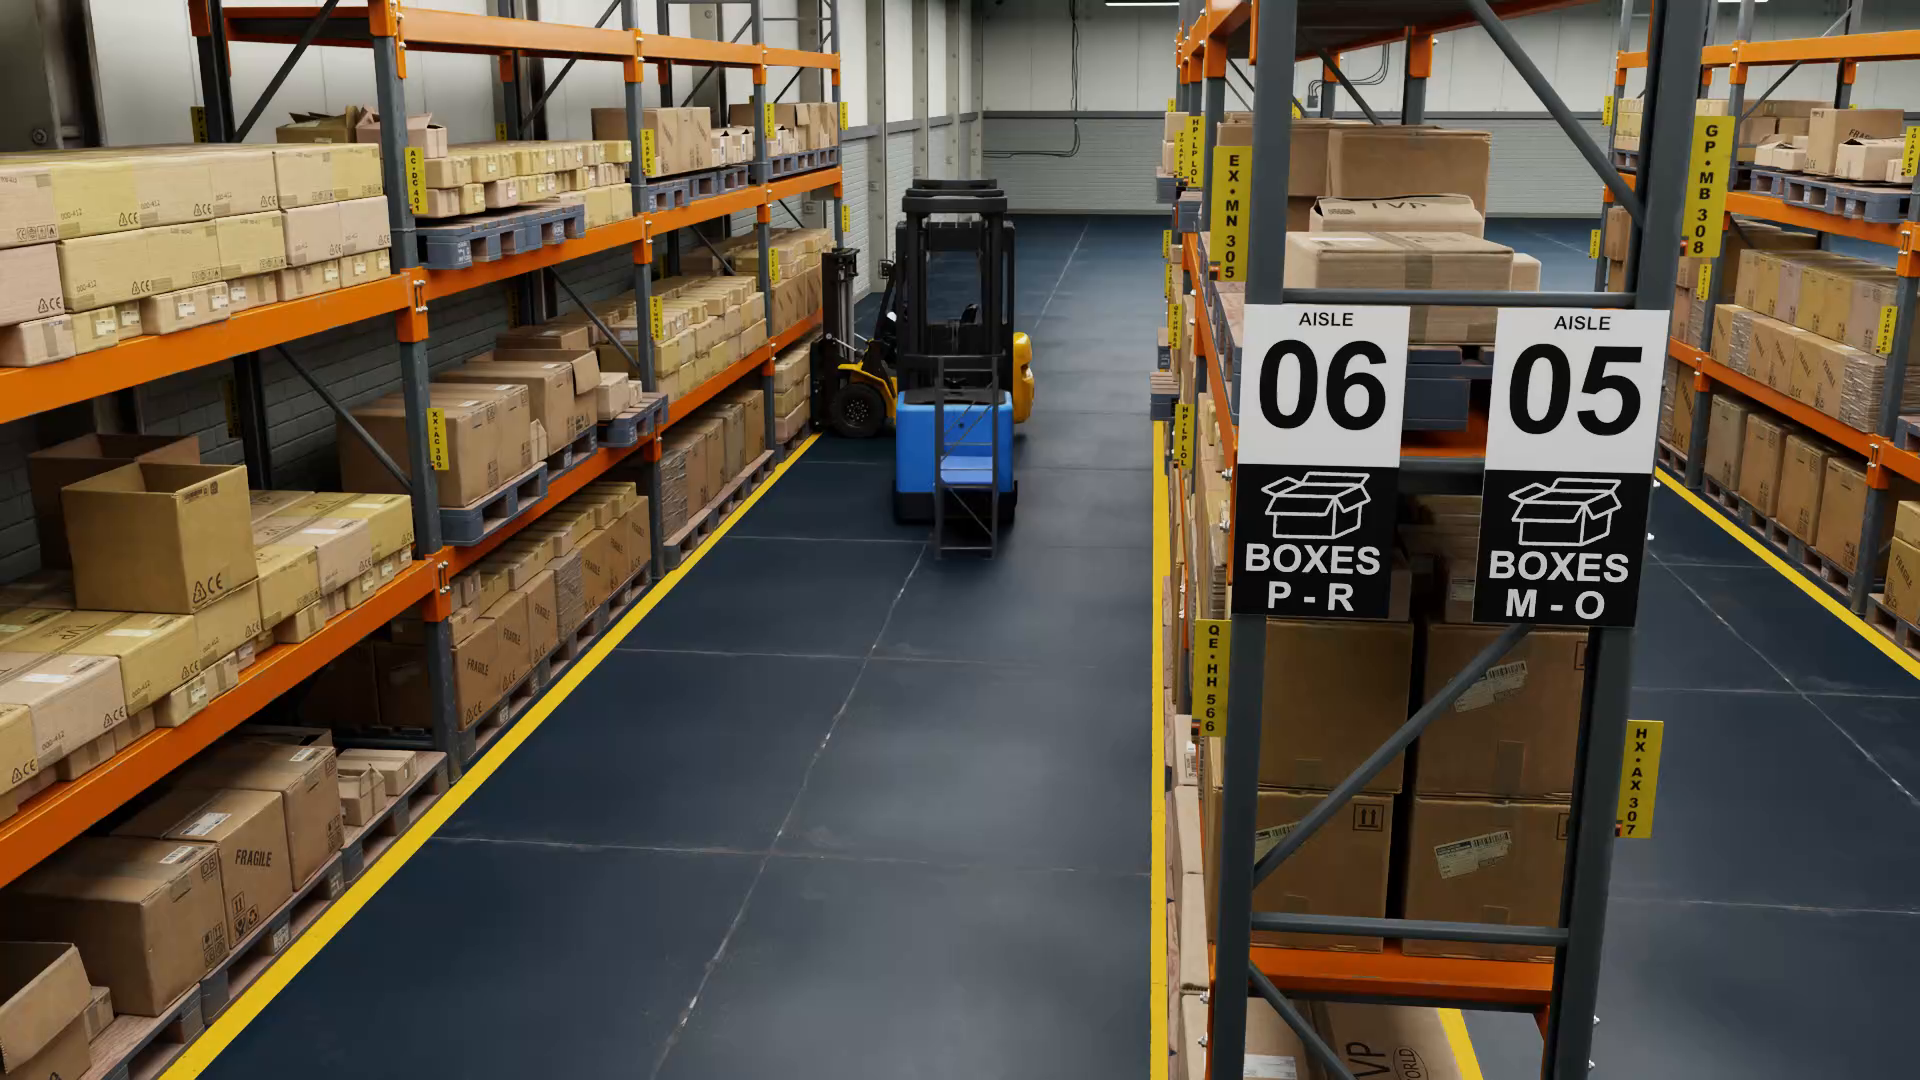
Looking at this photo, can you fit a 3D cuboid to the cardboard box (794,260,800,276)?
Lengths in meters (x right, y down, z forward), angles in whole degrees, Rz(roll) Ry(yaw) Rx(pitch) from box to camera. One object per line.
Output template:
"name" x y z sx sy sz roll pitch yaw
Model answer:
"cardboard box" -1.916 -2.900 17.706 0.380 0.149 0.250 2 15 6

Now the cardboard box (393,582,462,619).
"cardboard box" -3.033 0.337 9.341 0.380 0.149 0.250 1 15 5

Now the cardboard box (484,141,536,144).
"cardboard box" -3.201 -2.720 11.682 0.380 0.149 0.250 2 15 7

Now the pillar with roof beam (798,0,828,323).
"pillar with roof beam" 2.057 -7.407 24.315 9.100 9.000 0.400 2 15 6

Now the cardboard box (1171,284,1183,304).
"cardboard box" 1.984 -1.802 13.512 0.500 0.500 0.500 1 15 2

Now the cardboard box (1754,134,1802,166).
"cardboard box" 7.171 -3.418 14.572 0.258 0.266 0.396 1 15 5

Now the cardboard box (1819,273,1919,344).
"cardboard box" 7.208 -1.807 12.993 0.700 0.500 0.500 1 15 5

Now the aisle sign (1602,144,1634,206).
"aisle sign" 7.648 -4.253 19.164 0.394 0.787 0.004 2 15 6

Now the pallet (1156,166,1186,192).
"pallet" 2.382 -3.253 15.060 1.213 0.211 1.003 2 15 6

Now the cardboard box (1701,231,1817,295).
"cardboard box" 7.563 -2.622 15.755 0.875 0.550 0.550 2 15 6

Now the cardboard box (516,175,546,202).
"cardboard box" -2.699 -2.097 9.911 0.380 0.149 0.250 2 15 8

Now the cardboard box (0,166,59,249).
"cardboard box" -3.354 -1.086 5.443 0.500 0.250 0.500 2 15 6

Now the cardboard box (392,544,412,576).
"cardboard box" -3.063 0.088 8.571 0.380 0.149 0.250 2 15 7

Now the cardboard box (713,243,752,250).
"cardboard box" -2.463 -3.126 17.973 0.380 0.149 0.250 2 15 6

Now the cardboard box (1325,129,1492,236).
"cardboard box" 1.580 -1.206 5.943 0.500 0.500 0.500 2 15 7

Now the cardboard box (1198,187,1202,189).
"cardboard box" 2.250 -2.910 13.233 0.797 0.503 0.637 2 15 6

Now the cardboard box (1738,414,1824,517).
"cardboard box" 7.394 -0.636 14.275 1.050 0.750 0.750 2 15 6

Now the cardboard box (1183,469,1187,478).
"cardboard box" 1.564 -0.533 9.716 0.500 0.250 0.500 2 15 8

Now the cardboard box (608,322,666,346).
"cardboard box" -2.498 -1.596 12.884 0.380 0.149 0.250 2 15 8

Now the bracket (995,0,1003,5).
"bracket" 1.154 -16.208 49.967 0.235 0.232 0.430 2 15 6

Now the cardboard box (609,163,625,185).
"cardboard box" -2.627 -2.630 11.918 0.380 0.149 0.250 2 15 7

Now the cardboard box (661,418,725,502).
"cardboard box" -2.601 -0.723 14.834 0.875 0.625 0.625 1 15 4

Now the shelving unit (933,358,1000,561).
"shelving unit" 0.059 -0.692 13.848 0.538 1.500 1.048 0 15 1

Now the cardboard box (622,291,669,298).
"cardboard box" -2.824 -2.146 14.917 0.380 0.149 0.250 2 15 6

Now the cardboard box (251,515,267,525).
"cardboard box" -3.652 0.056 7.925 0.500 0.250 0.500 2 15 6

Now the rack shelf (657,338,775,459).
"rack shelf" -2.601 -1.332 14.721 1.077 0.370 4.000 2 15 6

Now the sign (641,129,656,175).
"sign" -2.288 -2.842 12.188 0.100 0.325 0.005 2 15 6

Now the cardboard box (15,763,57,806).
"cardboard box" -3.442 0.822 5.858 0.380 0.149 0.250 1 15 6

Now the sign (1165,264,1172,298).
"sign" 2.017 -2.485 15.947 0.100 0.325 0.005 2 15 6

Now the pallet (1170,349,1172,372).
"pallet" 2.288 -1.438 14.100 1.003 0.211 1.213 2 15 6

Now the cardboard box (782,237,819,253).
"cardboard box" -1.799 -3.308 18.644 0.380 0.149 0.250 2 15 7

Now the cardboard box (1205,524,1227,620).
"cardboard box" 1.051 0.260 5.347 0.500 0.500 0.500 2 15 6

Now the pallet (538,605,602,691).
"pallet" -3.089 0.693 11.194 1.003 0.211 1.213 2 15 6

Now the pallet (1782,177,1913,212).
"pallet" 7.179 -2.712 13.059 1.003 0.211 1.213 2 15 9

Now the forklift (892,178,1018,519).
"forklift" -0.046 -1.920 15.648 1.130 2.935 3.031 0 15 0

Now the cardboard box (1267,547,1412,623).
"cardboard box" 1.045 0.116 4.636 0.380 0.149 0.250 2 15 7

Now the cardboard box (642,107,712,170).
"cardboard box" -2.388 -3.353 13.881 0.500 0.500 0.500 2 15 8

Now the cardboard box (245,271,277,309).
"cardboard box" -3.186 -1.083 7.157 0.380 0.149 0.250 2 15 8

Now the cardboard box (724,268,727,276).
"cardboard box" -2.601 -2.717 17.028 0.380 0.149 0.250 1 15 5

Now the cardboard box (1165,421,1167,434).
"cardboard box" 2.407 -1.228 17.420 0.500 0.250 0.500 1 15 5

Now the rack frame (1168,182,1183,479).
"rack frame" 2.557 -2.053 16.008 1.000 3.000 0.127 2 15 6

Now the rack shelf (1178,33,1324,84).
"rack shelf" 2.331 -3.890 13.453 1.077 0.370 4.000 2 15 6

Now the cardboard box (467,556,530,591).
"cardboard box" -2.918 0.206 10.395 0.380 0.149 0.250 2 15 6

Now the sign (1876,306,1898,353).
"sign" 6.484 -1.470 11.635 0.100 0.325 0.005 2 15 6

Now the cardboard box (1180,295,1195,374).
"cardboard box" 1.807 -1.426 11.581 0.500 0.500 0.500 1 15 4

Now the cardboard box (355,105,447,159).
"cardboard box" -2.897 -2.113 8.603 0.396 0.266 0.258 2 15 6

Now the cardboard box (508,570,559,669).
"cardboard box" -2.889 0.494 10.573 0.500 0.500 0.500 1 15 5

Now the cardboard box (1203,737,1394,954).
"cardboard box" 0.995 0.878 4.976 0.500 0.500 0.500 2 15 7

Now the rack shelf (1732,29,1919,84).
"rack shelf" 7.261 -3.770 13.010 1.077 0.370 4.000 2 15 6

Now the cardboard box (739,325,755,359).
"cardboard box" -2.223 -1.857 15.570 0.500 0.250 0.500 2 15 6

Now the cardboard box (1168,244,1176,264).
"cardboard box" 2.679 -3.168 19.369 0.500 0.500 0.500 1 15 5

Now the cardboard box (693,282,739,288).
"cardboard box" -2.284 -2.335 15.617 0.380 0.149 0.250 2 15 6

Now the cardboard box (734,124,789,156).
"cardboard box" -2.039 -4.063 16.869 0.500 0.311 0.500 2 15 7

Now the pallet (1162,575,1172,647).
"pallet" 1.942 0.533 11.787 1.003 0.211 1.213 2 15 6

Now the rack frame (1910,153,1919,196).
"rack frame" 7.036 -3.792 10.946 1.000 3.000 0.127 2 15 6
